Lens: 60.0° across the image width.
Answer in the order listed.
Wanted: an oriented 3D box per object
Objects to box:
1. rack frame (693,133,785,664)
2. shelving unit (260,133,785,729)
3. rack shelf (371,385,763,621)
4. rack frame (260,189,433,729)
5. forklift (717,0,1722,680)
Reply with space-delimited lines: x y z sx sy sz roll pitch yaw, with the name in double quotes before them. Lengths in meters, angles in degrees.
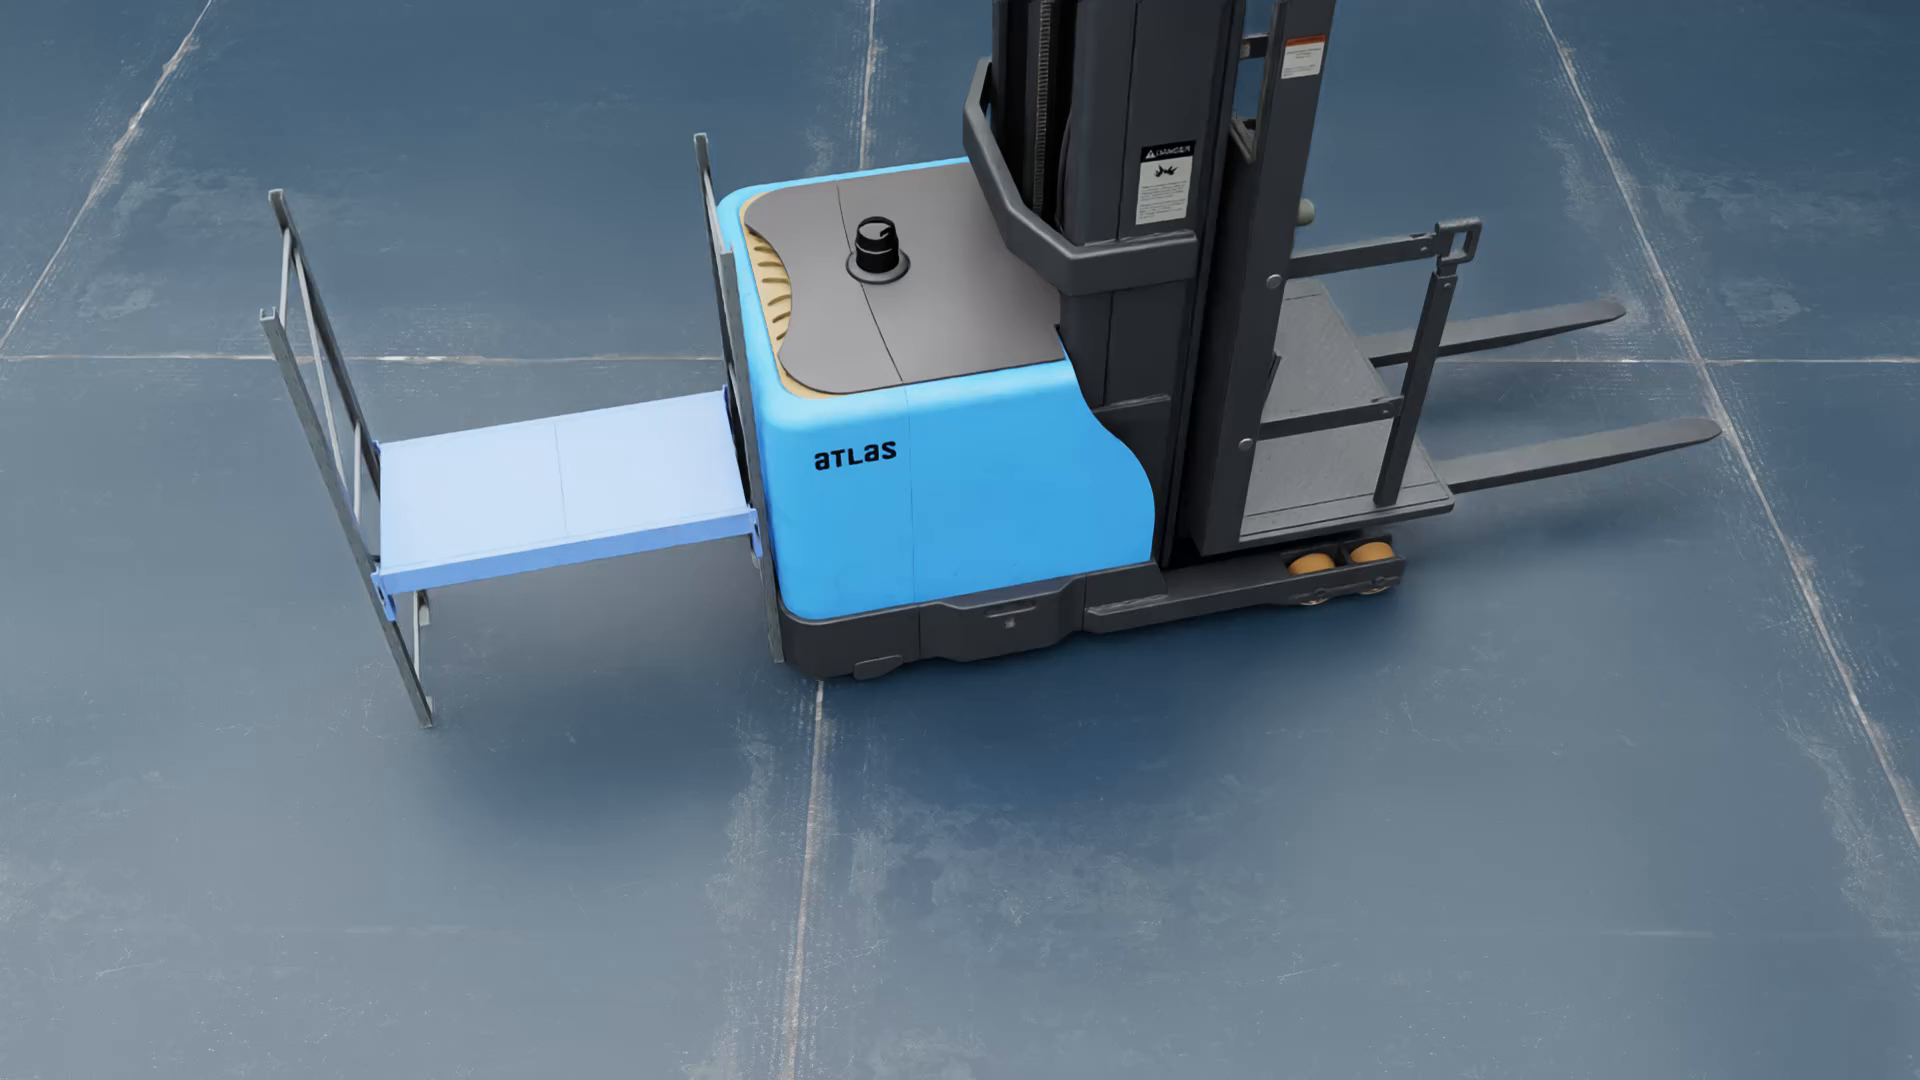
"rack frame" -0.591 -0.325 4.528 0.032 1.500 0.500 -10 48 -9
"shelving unit" -1.086 -0.238 4.447 1.048 1.500 0.538 -10 48 -9
"rack shelf" -1.086 -0.115 4.578 1.000 0.185 0.538 -10 48 -9
"rack frame" -1.580 -0.151 4.366 0.032 1.500 0.500 -10 48 -9
"forklift" 0.867 -1.168 4.335 3.031 2.935 1.130 -10 48 -9
